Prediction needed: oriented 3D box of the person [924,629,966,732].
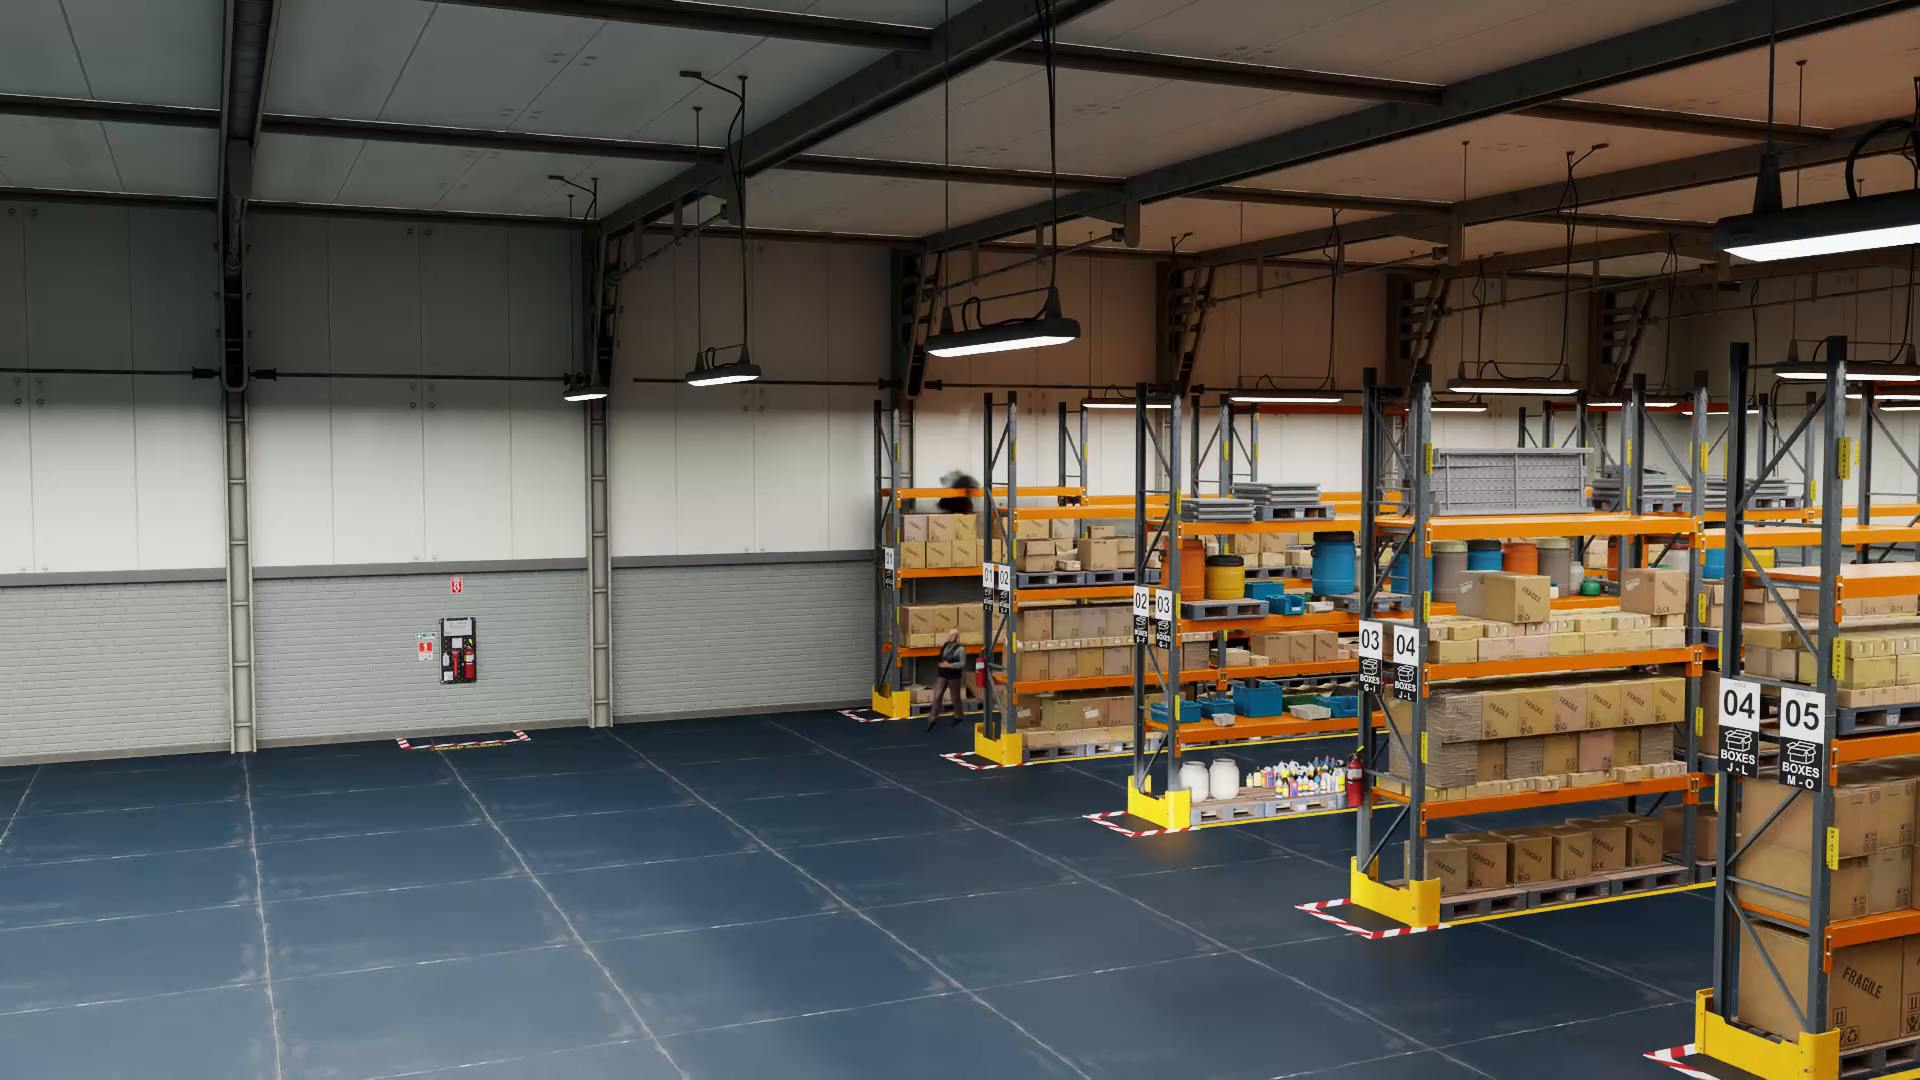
[{"bbox_3d":[-0.146,2.382,28.371,0.655,1.748,0.839,2,4,36],"label":"person"}]
